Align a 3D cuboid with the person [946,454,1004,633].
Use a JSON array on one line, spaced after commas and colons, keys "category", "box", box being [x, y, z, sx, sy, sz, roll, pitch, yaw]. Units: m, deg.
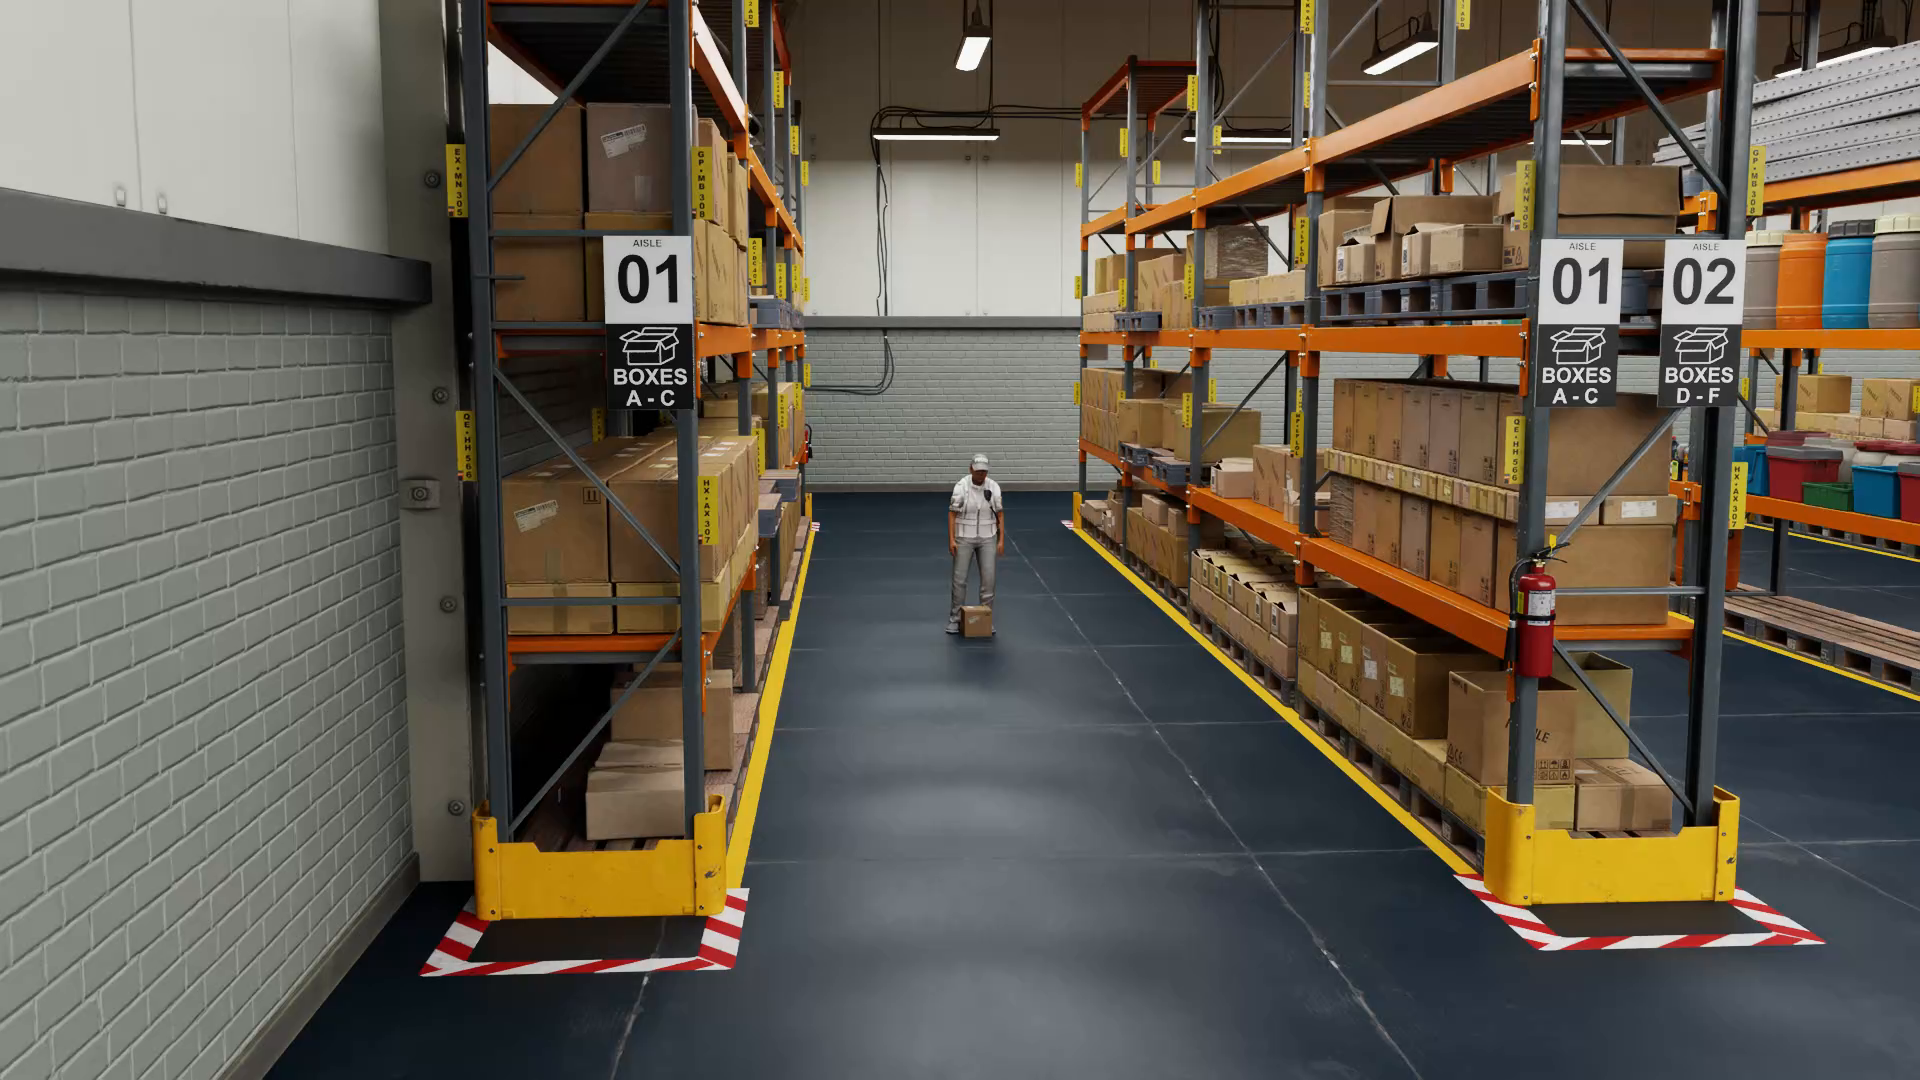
[{"category": "person", "box": [0.140, 0.025, 15.519, 0.564, 1.667, 0.465, -1, 7, -7]}]
